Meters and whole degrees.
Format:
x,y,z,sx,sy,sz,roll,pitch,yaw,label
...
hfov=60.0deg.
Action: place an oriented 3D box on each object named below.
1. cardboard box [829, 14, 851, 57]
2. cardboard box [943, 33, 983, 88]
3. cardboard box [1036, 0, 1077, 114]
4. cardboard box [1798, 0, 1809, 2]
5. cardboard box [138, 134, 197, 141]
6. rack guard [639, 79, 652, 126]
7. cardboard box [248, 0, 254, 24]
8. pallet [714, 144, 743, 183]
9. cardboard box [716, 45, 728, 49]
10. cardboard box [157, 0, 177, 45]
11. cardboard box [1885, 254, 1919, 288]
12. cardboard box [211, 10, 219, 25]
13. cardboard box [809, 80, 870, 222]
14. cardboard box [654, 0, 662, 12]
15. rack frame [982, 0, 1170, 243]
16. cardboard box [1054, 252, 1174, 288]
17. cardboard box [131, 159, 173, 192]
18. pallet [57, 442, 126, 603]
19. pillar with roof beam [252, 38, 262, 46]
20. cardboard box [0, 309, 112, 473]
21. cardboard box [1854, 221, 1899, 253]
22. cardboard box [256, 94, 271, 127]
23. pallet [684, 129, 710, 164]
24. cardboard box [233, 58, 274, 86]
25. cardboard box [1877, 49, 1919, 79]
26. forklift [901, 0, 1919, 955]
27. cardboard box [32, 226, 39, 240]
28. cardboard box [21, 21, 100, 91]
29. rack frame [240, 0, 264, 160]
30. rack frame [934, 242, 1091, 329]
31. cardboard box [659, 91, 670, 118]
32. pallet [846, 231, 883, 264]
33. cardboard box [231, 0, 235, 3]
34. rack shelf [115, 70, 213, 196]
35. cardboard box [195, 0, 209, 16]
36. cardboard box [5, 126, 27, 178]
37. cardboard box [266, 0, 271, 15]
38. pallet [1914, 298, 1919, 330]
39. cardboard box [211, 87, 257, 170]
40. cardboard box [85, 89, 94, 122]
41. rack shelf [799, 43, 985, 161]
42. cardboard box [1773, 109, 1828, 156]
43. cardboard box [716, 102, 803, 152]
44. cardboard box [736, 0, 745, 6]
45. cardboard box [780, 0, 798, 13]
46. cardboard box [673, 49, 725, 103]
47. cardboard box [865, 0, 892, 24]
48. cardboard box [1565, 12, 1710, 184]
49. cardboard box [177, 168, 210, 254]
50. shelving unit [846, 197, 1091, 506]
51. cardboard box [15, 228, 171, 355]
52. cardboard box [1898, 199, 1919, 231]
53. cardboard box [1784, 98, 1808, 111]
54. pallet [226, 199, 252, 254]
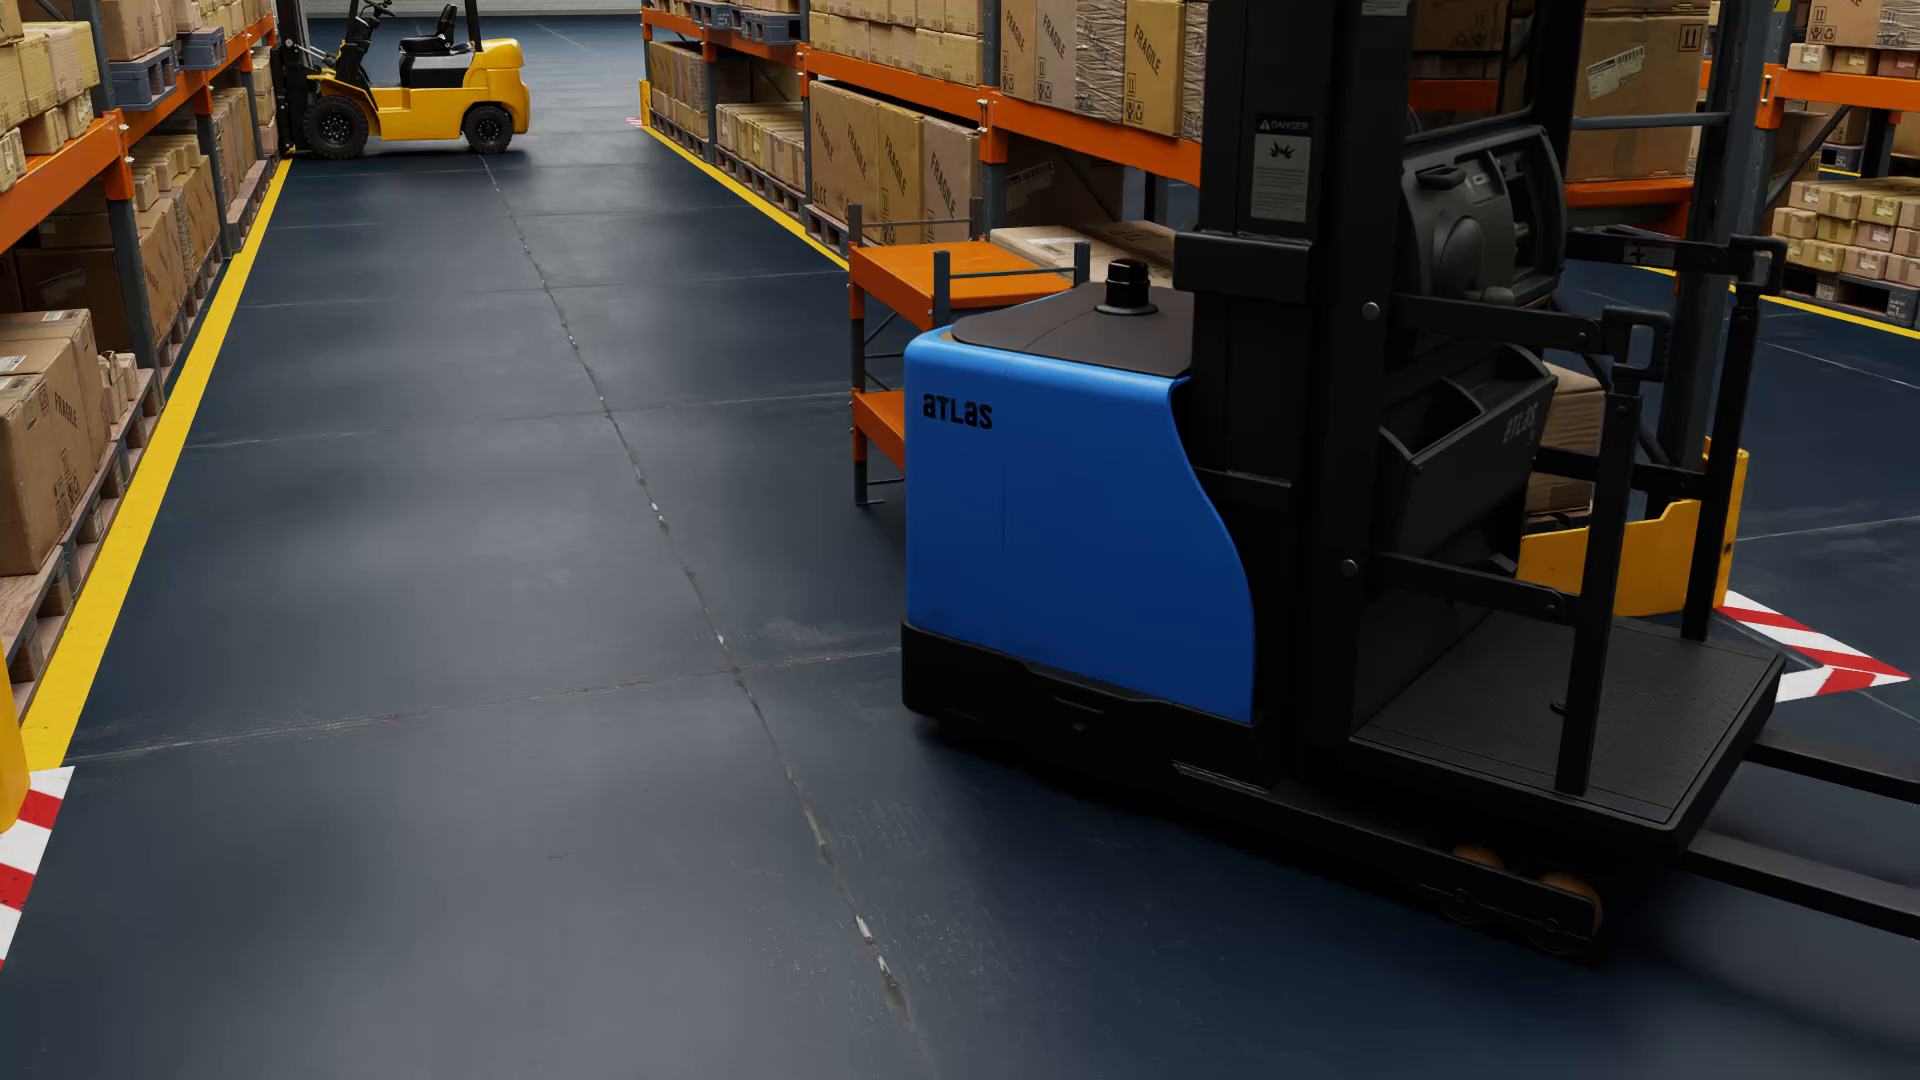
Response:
x,y,z,sx,sy,sz,roll,pitch,yaw,label
-0.556,-3.354,11.038,0.500,0.250,0.500,-7,21,-19,cardboard box
0.227,-2.534,8.755,0.500,0.250,0.500,-7,21,-18,cardboard box
0.661,-2.194,7.439,0.500,0.500,0.500,-6,21,-17,cardboard box
4.963,-3.372,10.177,0.380,0.149,0.250,-6,21,-16,cardboard box
-4.965,-2.437,10.381,0.380,0.149,0.250,-7,21,-20,cardboard box
-3.140,-5.137,19.480,1.175,0.500,0.348,-6,21,-17,rack guard
-6.689,-4.908,14.997,0.500,0.500,0.500,-6,21,-16,cardboard box
-1.661,-3.492,15.327,1.003,0.211,1.213,-6,21,-17,pallet
-2.346,-5.035,17.835,0.500,0.500,0.500,-7,21,-18,cardboard box
-4.452,-2.800,8.506,0.700,0.500,0.500,-6,21,-17,cardboard box
5.423,-1.515,9.292,0.380,0.149,0.250,-7,21,-18,cardboard box
-5.590,-3.666,11.909,0.500,0.250,0.500,-7,21,-19,cardboard box
-0.511,-2.738,11.624,0.875,0.875,0.875,-7,21,-18,cardboard box
-3.118,-5.829,18.080,0.380,0.149,0.250,-6,21,-16,cardboard box
0.608,-2.487,8.404,1.000,3.000,0.127,-6,21,-17,rack frame
0.985,-0.979,7.373,0.875,0.438,0.875,-7,21,-19,cardboard box
-4.575,-2.009,9.188,0.380,0.149,0.250,-7,21,-20,cardboard box
-3.501,-0.033,5.698,1.003,0.211,1.213,-6,21,-17,pallet
-10.083,-14.547,33.106,9.100,9.000,0.400,-6,21,-17,pillar with roof beam
-3.506,-0.514,5.987,0.700,0.500,0.500,-7,21,-19,cardboard box
5.361,-1.745,9.494,0.380,0.149,0.250,-7,21,-18,cardboard box
-6.477,-3.853,14.912,0.500,0.250,0.500,-6,21,-17,cardboard box
-2.152,-3.954,16.612,1.003,0.211,1.213,-6,21,-17,pallet
-6.790,-4.412,15.730,0.500,0.250,0.500,-6,21,-15,cardboard box
5.339,-2.647,9.219,0.380,0.149,0.250,-7,21,-20,cardboard box
1.332,-0.713,3.565,3.031,2.935,1.130,14,24,34,forklift
-4.124,-1.509,7.798,0.380,0.149,0.250,-7,21,-19,cardboard box
-3.712,-1.891,6.524,0.500,0.250,0.500,-6,21,-16,cardboard box
-6.618,-4.526,14.080,1.000,3.000,0.127,-6,21,-17,rack frame
0.162,-0.364,5.266,0.500,1.125,0.032,-6,21,-17,rack frame
-3.020,-4.789,18.258,0.500,0.250,0.500,-6,21,-15,cardboard box
-0.094,-1.807,10.634,1.003,0.211,1.213,-6,21,-17,pallet
-6.052,-4.396,13.200,0.500,0.250,0.500,-7,21,-19,cardboard box
-4.732,-2.262,8.841,1.077,0.370,4.000,-6,21,-17,rack shelf
-5.244,-3.578,10.923,0.500,0.250,0.500,-6,21,-17,cardboard box
-3.149,-1.192,5.171,0.380,0.149,0.250,-6,21,-16,cardboard box
-7.471,-5.727,17.274,0.500,0.500,0.500,-7,21,-18,cardboard box
5.907,-1.129,8.748,1.003,0.211,1.213,-6,21,-17,pallet
-6.443,-3.440,13.947,0.875,0.625,0.625,-5,20,-15,cardboard box
-3.763,-1.765,6.764,0.380,0.149,0.250,-6,21,-16,cardboard box
-0.021,-2.790,10.312,1.077,0.370,4.000,-6,21,-17,rack shelf
5.294,-2.685,10.921,0.500,0.250,0.500,-7,21,-20,cardboard box
-1.740,-3.847,15.457,0.950,0.372,0.625,-6,21,-17,cardboard box
-1.650,-4.502,13.763,0.380,0.149,0.250,-6,20,-15,cardboard box
-1.129,-4.009,12.390,0.380,0.149,0.250,-6,21,-16,cardboard box
-2.671,-4.799,17.177,0.500,0.500,0.500,-5,20,-14,cardboard box
-0.272,-3.255,10.024,0.500,0.250,0.500,-6,21,-16,cardboard box
1.987,-1.435,5.327,0.500,0.500,0.500,-7,21,-18,cardboard box
-4.876,-1.989,10.093,0.500,0.500,0.500,-7,21,-18,cardboard box
0.002,-0.527,5.720,0.538,1.125,1.048,-6,21,-17,shelving unit
-4.042,-1.159,7.782,0.500,0.500,0.500,-5,20,-15,cardboard box
5.447,-1.797,9.198,0.380,0.149,0.250,-7,21,-19,cardboard box
8.342,-4.244,16.342,0.700,0.500,0.500,-8,21,-22,cardboard box
-5.582,-2.198,11.724,1.003,0.211,1.213,-6,21,-17,pallet
